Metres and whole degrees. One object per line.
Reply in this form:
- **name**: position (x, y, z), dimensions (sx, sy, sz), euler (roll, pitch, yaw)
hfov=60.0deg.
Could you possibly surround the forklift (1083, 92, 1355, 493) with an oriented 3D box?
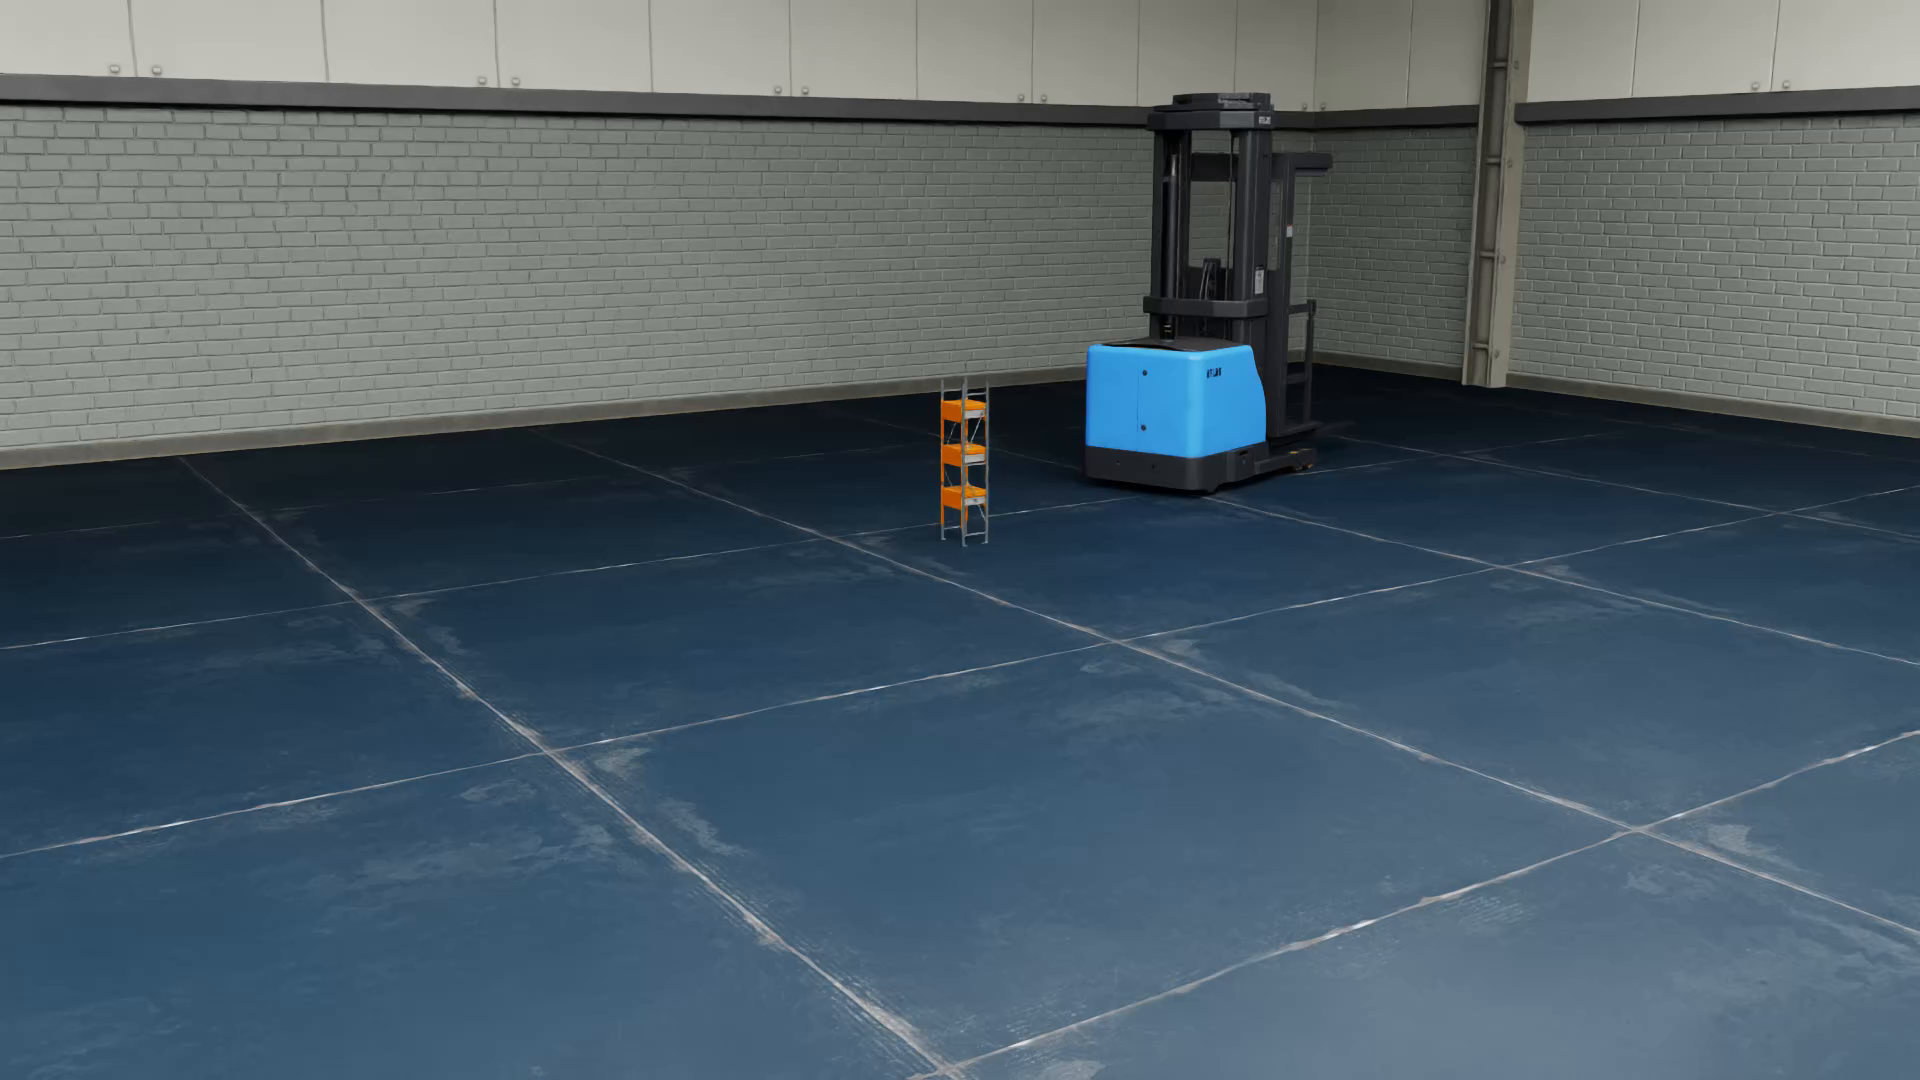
- **forklift**: position (2.253, -2.040, 13.330), dimensions (1.130, 2.935, 3.031), euler (10, 16, 37)

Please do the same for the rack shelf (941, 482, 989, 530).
- **rack shelf**: position (0.030, -0.222, 10.768), dimensions (0.215, 0.259, 0.240), euler (-8, 15, -33)

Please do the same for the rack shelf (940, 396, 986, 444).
- **rack shelf**: position (0.030, -0.770, 10.648), dimensions (0.215, 0.259, 0.240), euler (-8, 15, -33)

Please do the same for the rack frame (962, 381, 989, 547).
- **rack frame**: position (0.097, -0.482, 10.607), dimensions (0.200, 1.050, 0.008), euler (-8, 15, -33)

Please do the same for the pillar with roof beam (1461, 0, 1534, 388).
- **pillar with roof beam**: position (2.364, -5.639, 15.582), dimensions (9.100, 9.000, 0.400), euler (-8, 15, -33)

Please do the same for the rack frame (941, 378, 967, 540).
- **rack frame**: position (-0.038, -0.525, 10.805), dimensions (0.200, 1.050, 0.008), euler (-8, 15, -33)

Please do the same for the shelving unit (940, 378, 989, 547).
- **shelving unit**: position (0.030, -0.503, 10.706), dimensions (0.215, 1.050, 0.252), euler (-8, 15, -33)

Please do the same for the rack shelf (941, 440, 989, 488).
- **rack shelf**: position (0.030, -0.493, 10.708), dimensions (0.215, 0.259, 0.240), euler (-8, 15, -33)
